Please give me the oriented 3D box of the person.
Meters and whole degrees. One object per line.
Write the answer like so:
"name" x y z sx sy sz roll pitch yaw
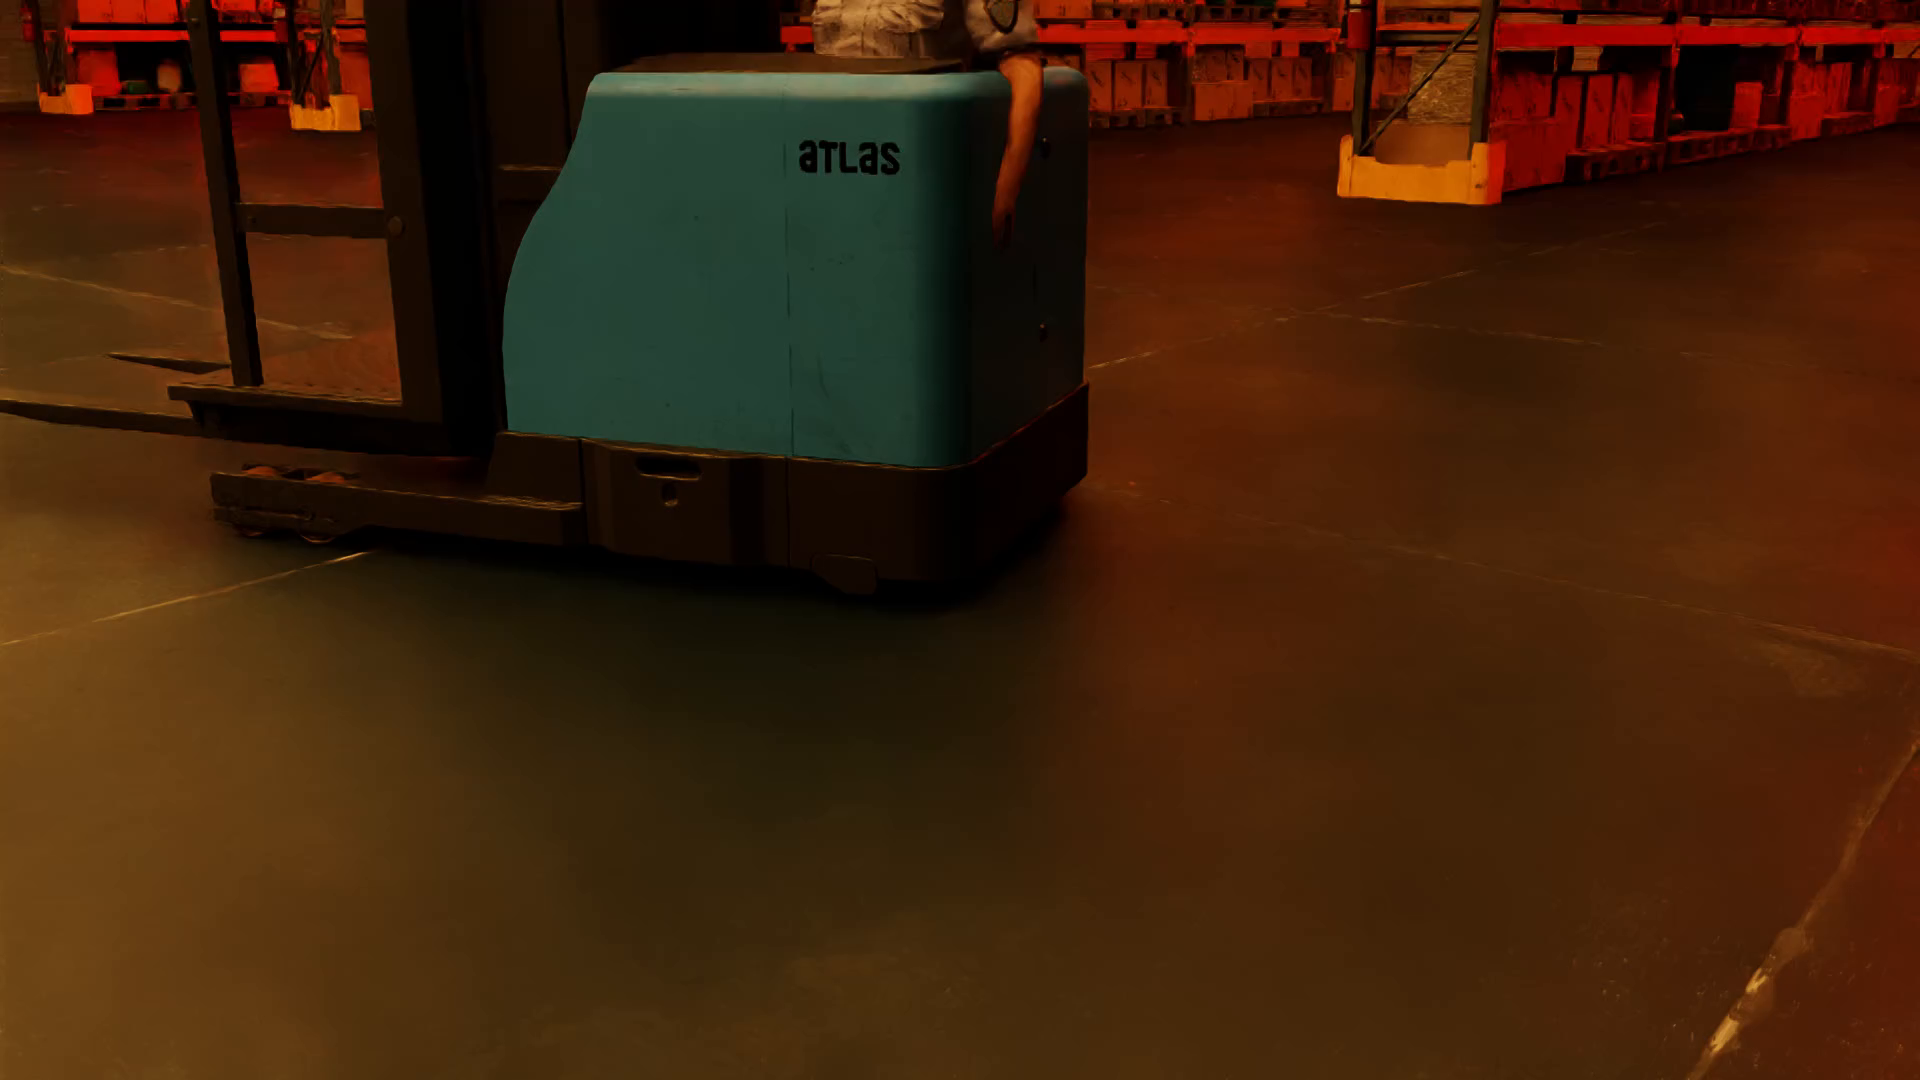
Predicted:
"person" -0.169 -0.731 3.569 0.671 1.607 0.490 13 21 36

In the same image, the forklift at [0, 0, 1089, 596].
"forklift" -1.249 -1.529 3.933 3.031 2.935 1.130 6 18 19
